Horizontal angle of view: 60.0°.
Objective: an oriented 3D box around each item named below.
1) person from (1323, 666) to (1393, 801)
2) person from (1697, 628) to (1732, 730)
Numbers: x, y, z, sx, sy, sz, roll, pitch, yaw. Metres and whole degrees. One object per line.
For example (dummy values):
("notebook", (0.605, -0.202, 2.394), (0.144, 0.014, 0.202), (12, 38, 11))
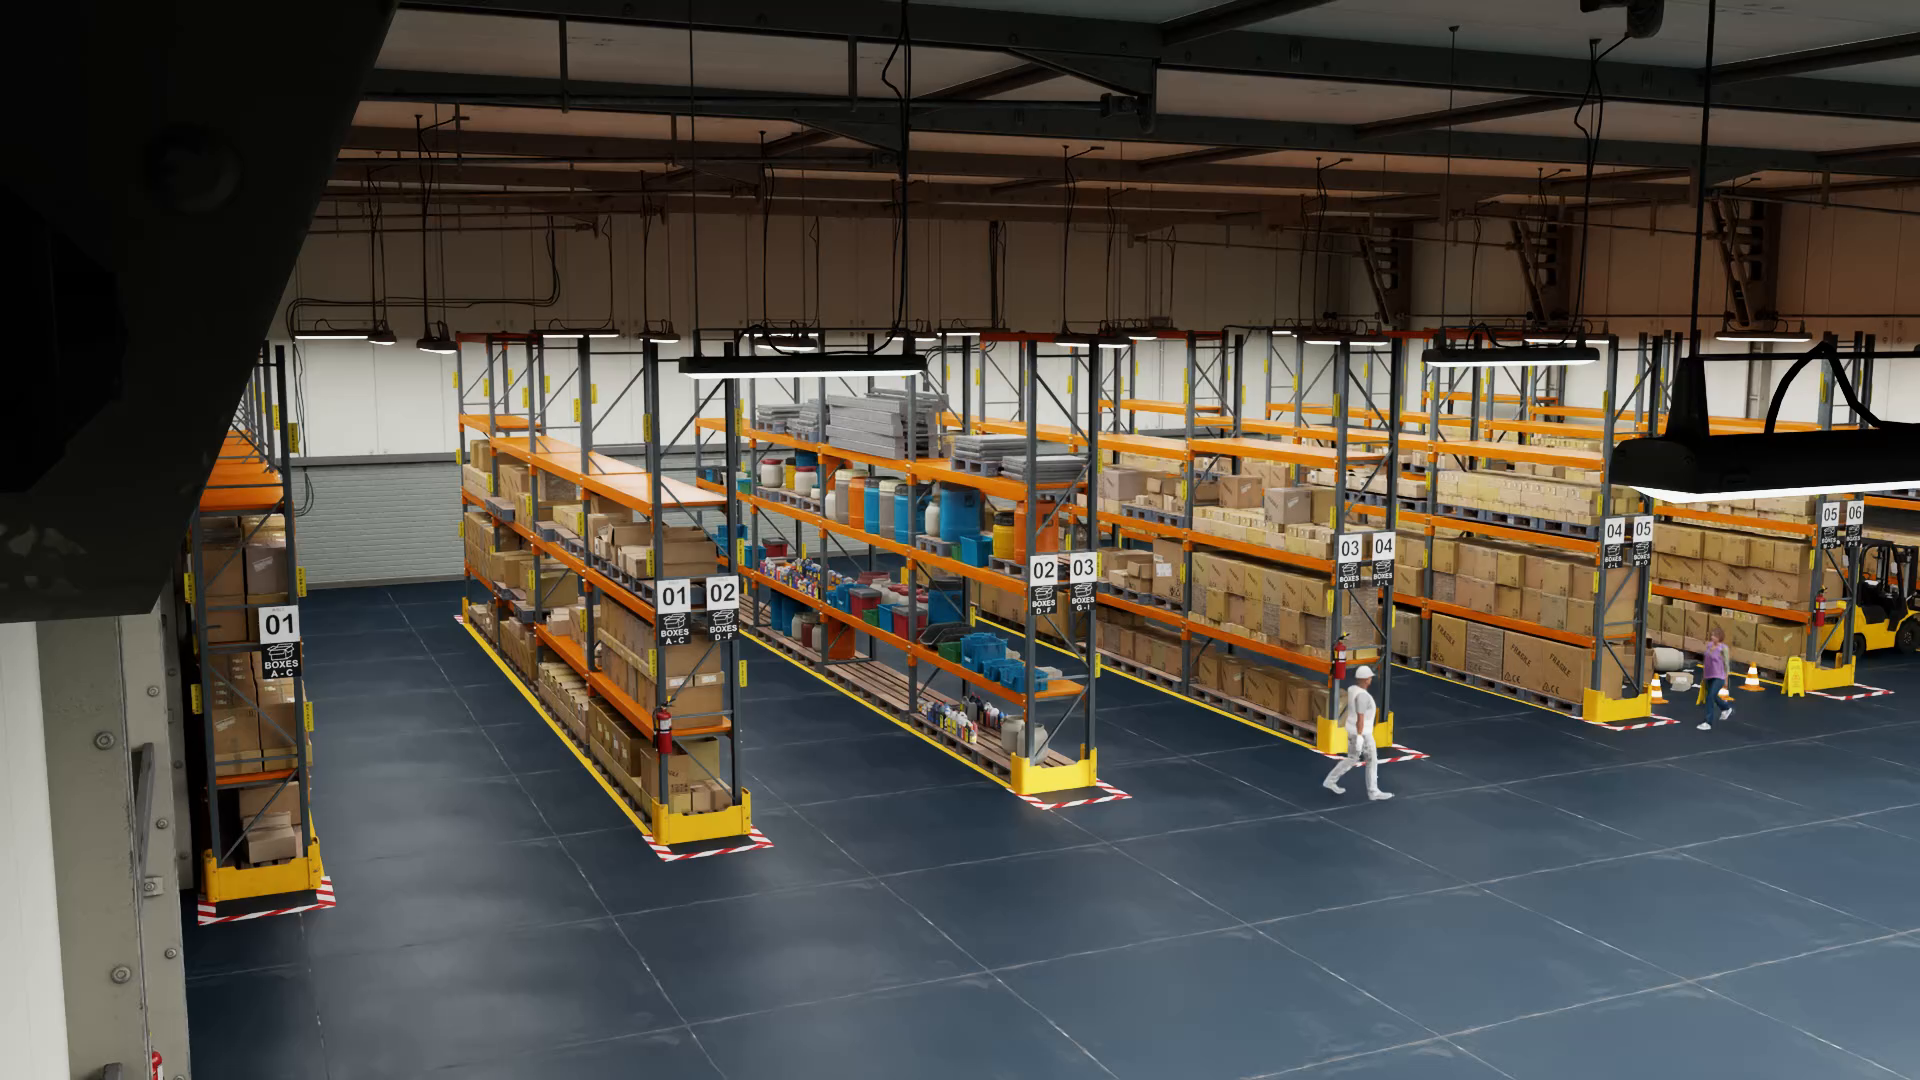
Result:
("person", (5.231, 2.529, 21.853), (0.852, 1.772, 0.589), (-1, 8, -6))
("person", (11.651, 2.108, 25.552), (0.847, 1.560, 0.414), (-3, 8, -24))
